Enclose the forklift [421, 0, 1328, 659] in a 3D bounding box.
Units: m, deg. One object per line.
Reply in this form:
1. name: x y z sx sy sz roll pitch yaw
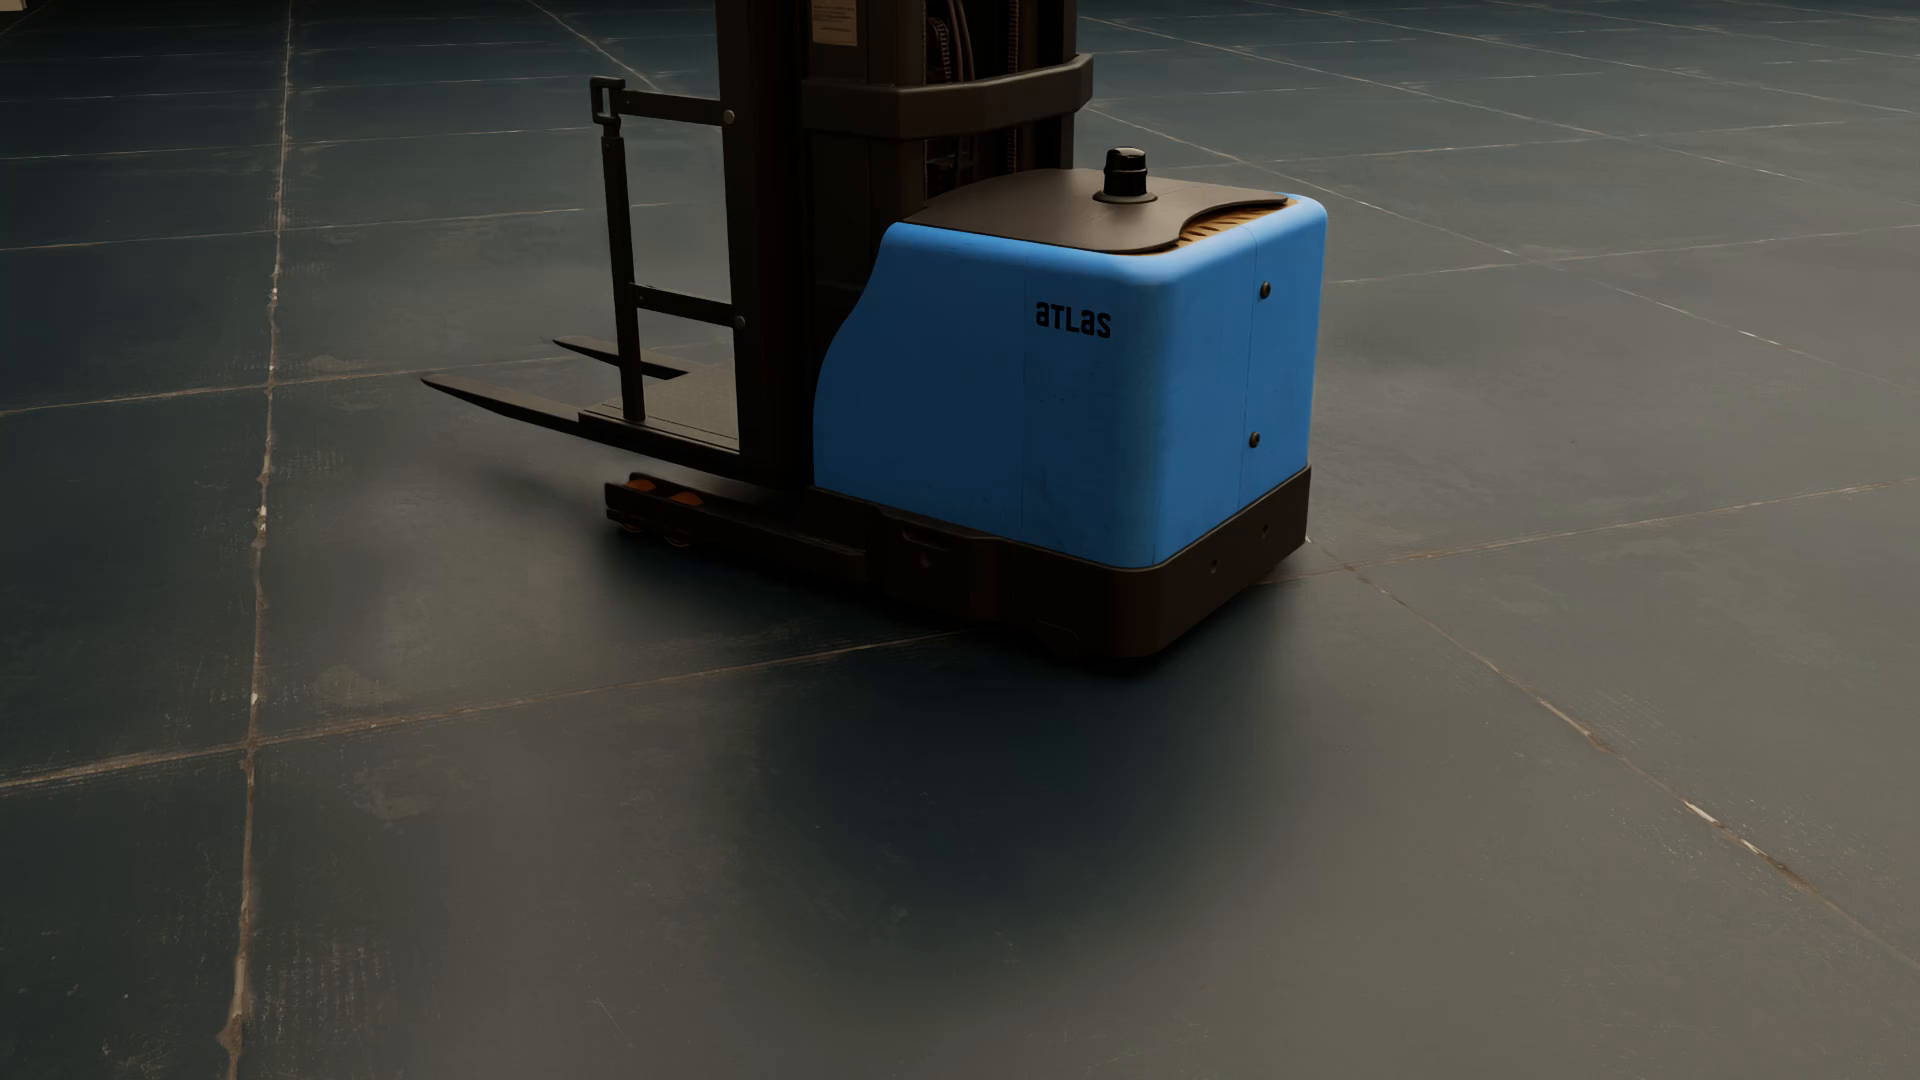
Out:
1. forklift: -0.477 -1.478 4.813 3.031 2.935 1.130 15 27 32
